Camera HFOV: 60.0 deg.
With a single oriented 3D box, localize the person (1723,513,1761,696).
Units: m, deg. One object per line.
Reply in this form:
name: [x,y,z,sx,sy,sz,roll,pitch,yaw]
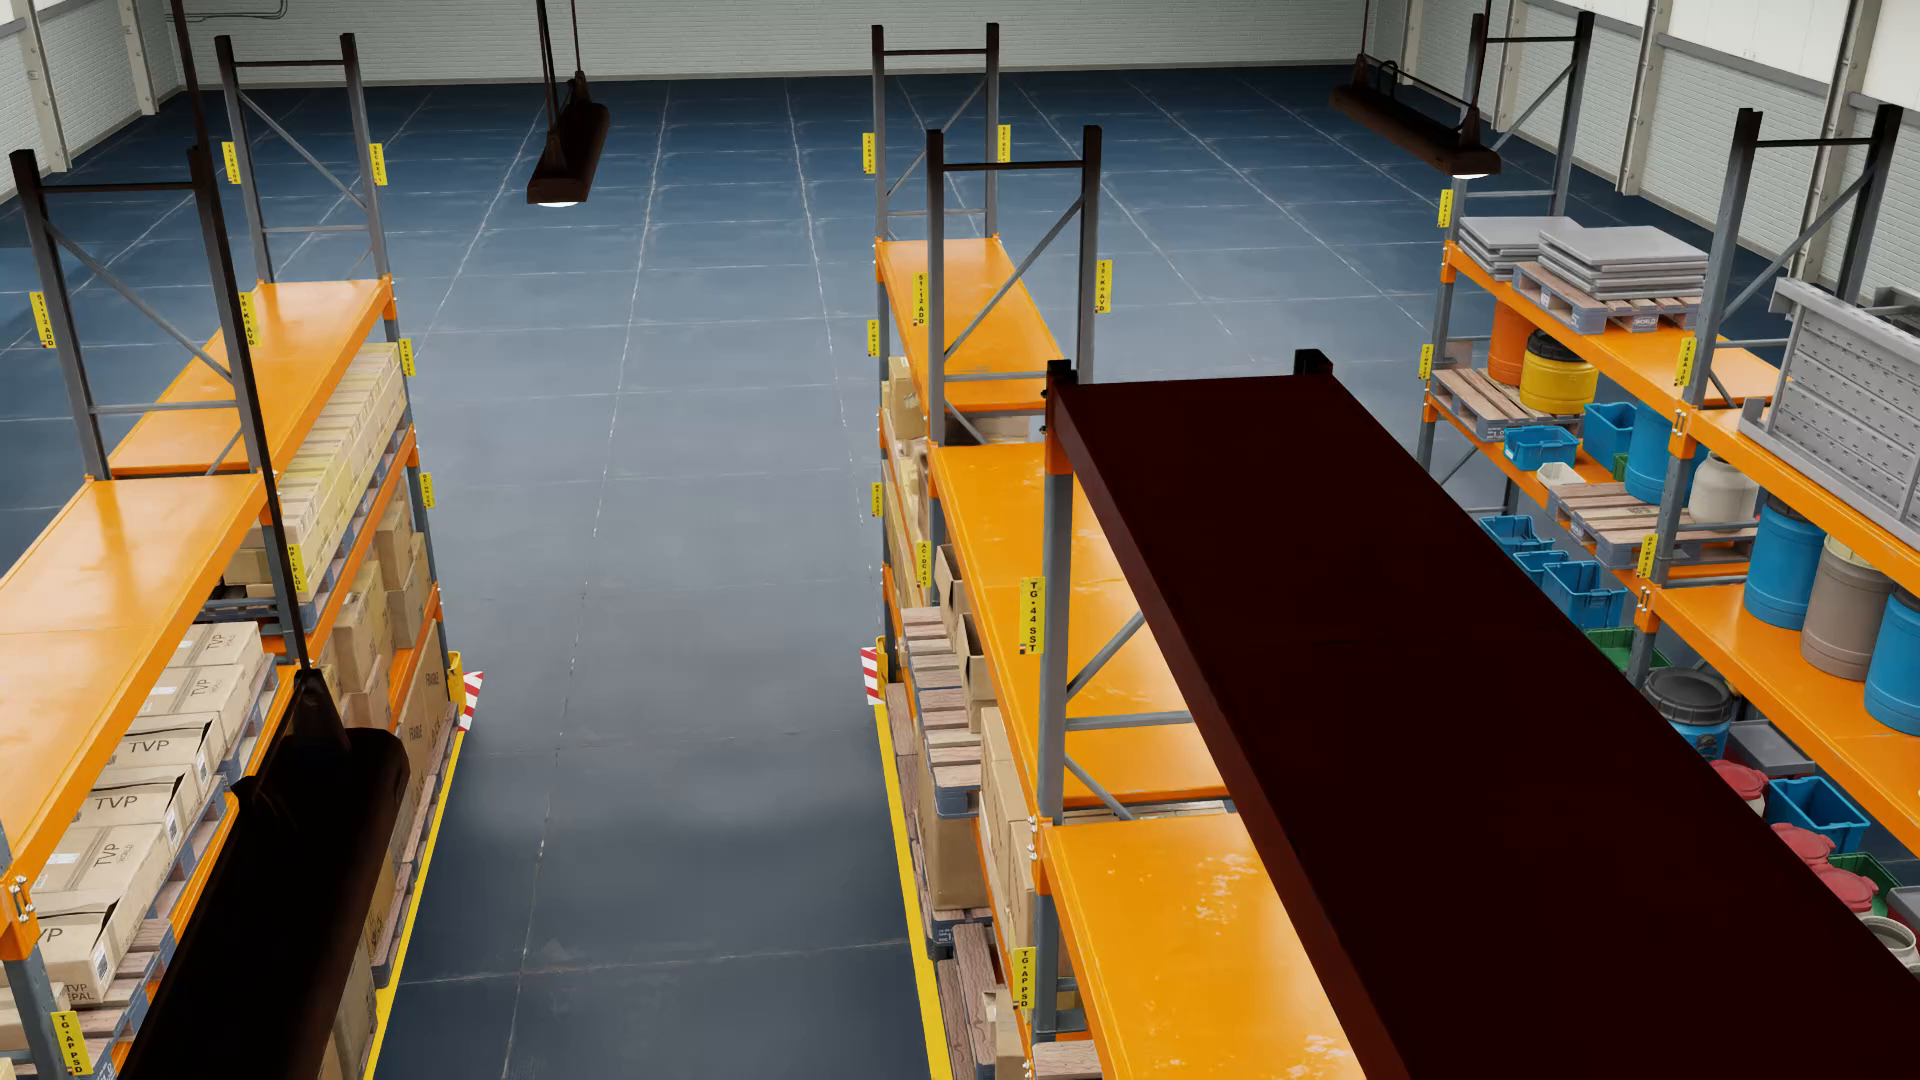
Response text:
person: [7.295,0.526,15.321,0.514,1.778,0.727,8,27,16]
